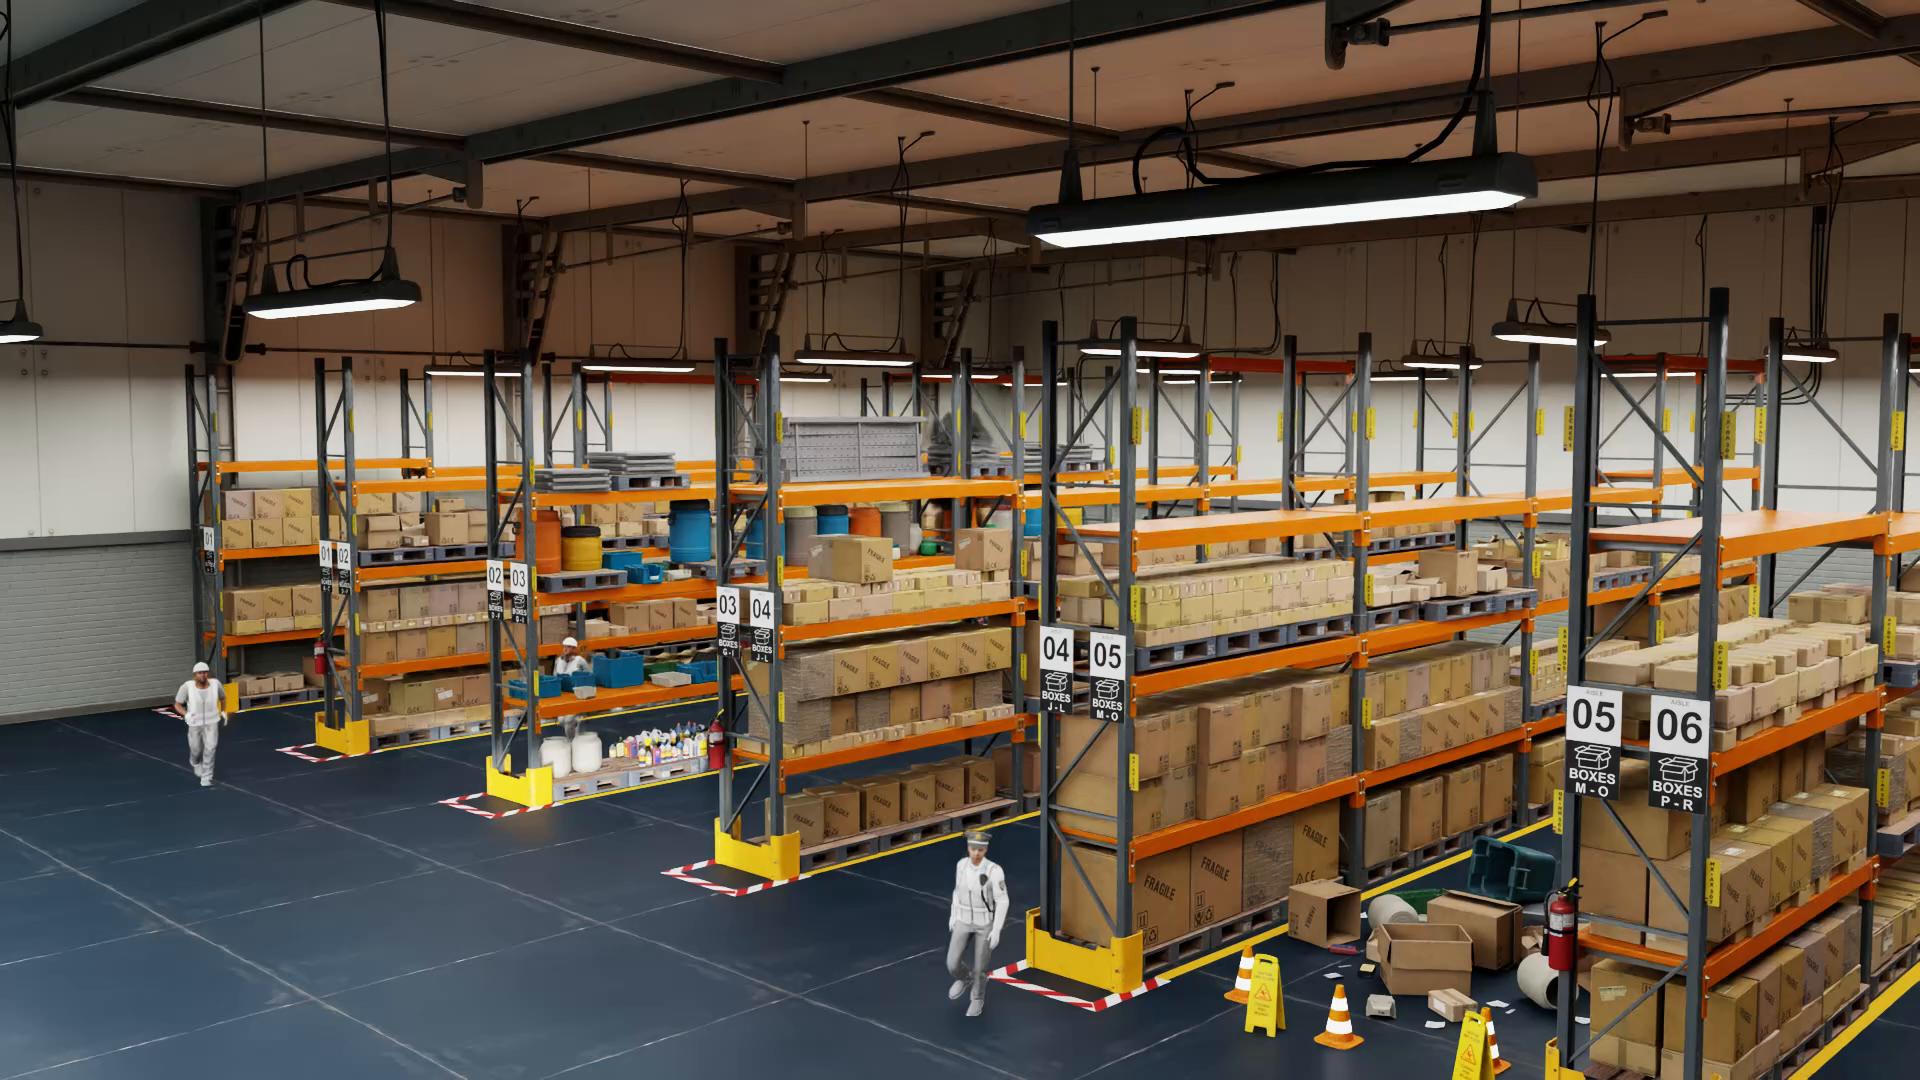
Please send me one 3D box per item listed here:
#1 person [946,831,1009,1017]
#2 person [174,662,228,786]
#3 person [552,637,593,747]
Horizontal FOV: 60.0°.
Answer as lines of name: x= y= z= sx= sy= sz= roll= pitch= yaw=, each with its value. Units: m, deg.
person: x=0.152 y=3.261 z=14.157 sx=0.600 sy=1.659 sz=0.541 roll=1 pitch=5 yaw=17
person: x=-10.551 y=2.540 z=23.132 sx=0.679 sy=1.732 sz=0.784 roll=-2 pitch=5 yaw=-27
person: x=-5.967 y=2.351 z=25.595 sx=0.671 sy=1.729 sz=0.695 roll=1 pitch=5 yaw=15
